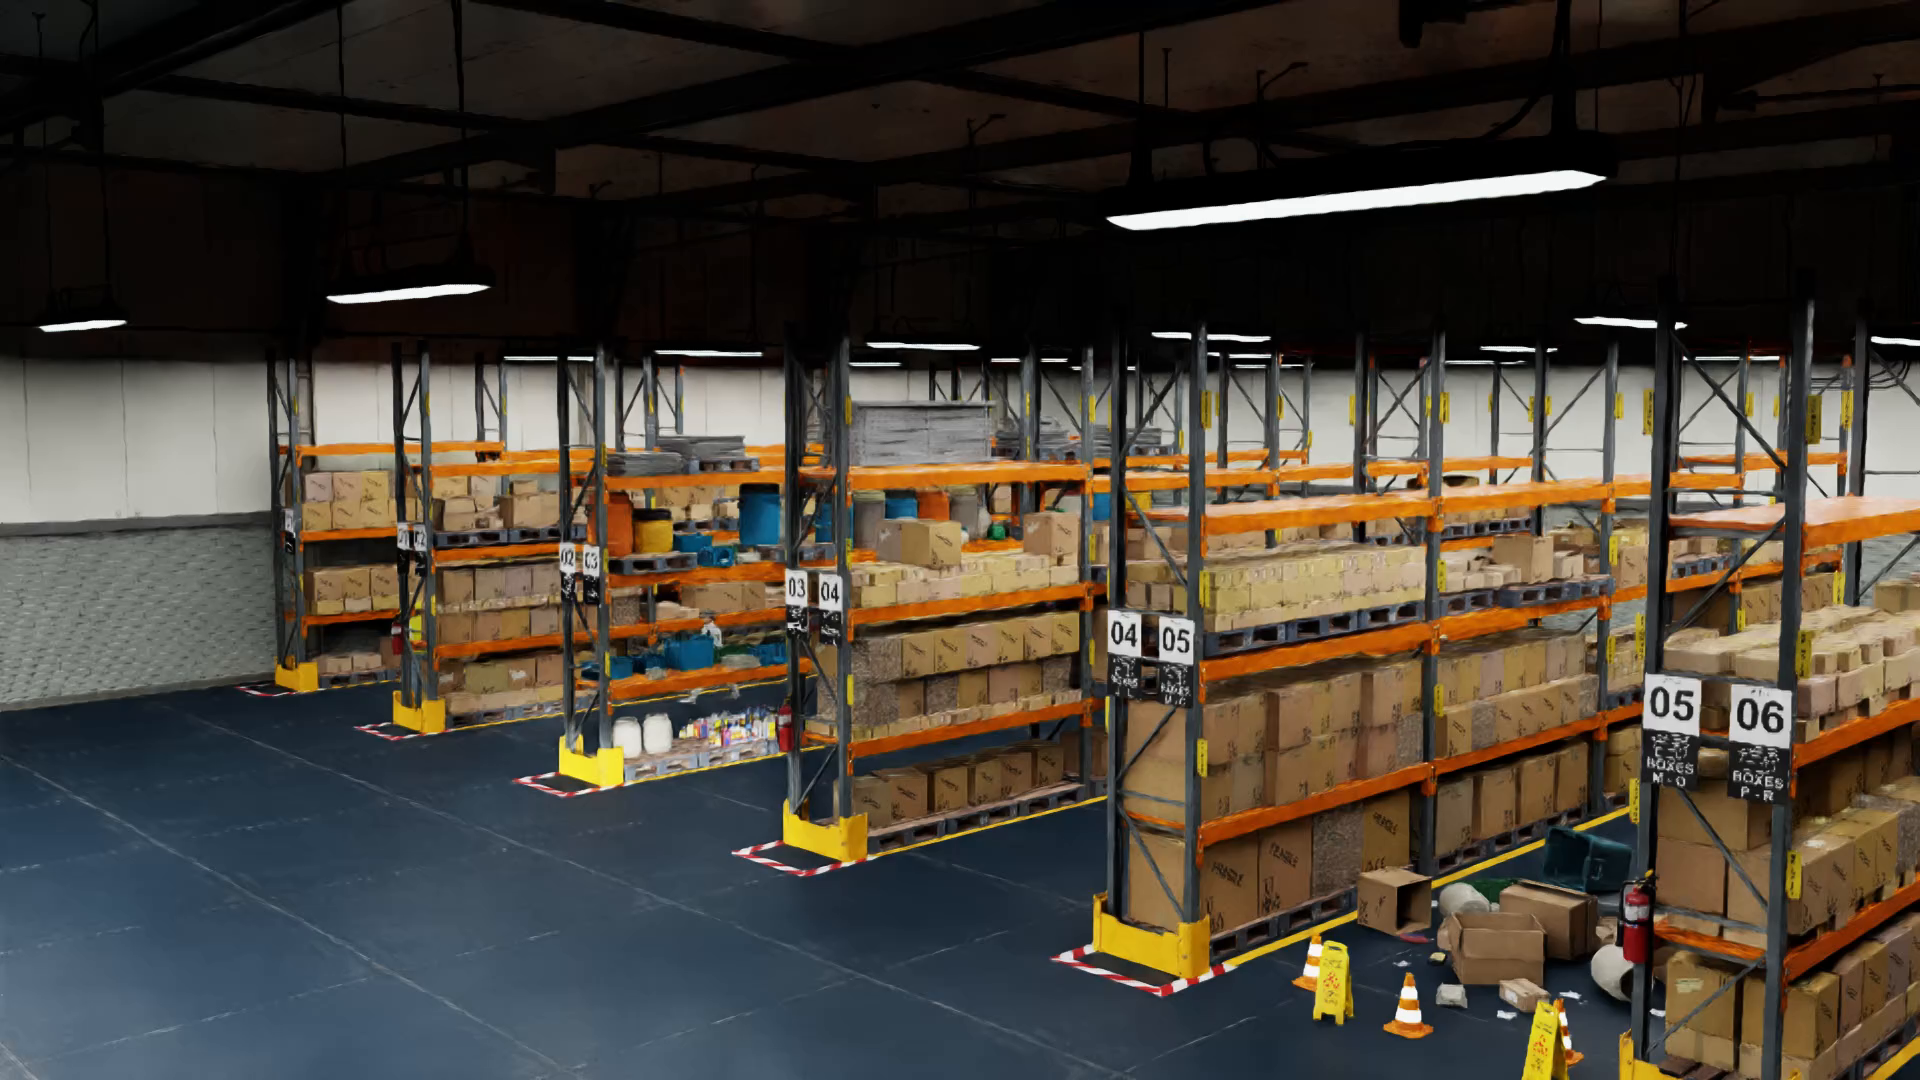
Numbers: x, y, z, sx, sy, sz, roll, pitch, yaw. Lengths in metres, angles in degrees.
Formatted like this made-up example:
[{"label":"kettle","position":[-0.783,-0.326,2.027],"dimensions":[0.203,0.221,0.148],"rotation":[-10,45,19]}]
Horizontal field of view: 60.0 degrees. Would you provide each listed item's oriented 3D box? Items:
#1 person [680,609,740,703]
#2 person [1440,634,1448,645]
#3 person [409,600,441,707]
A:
[{"label":"person","position":[-4.167,1.939,27.916],"dimensions":[0.488,1.587,1.089],"rotation":[5,7,44]},{"label":"person","position":[7.166,2.174,24.666],"dimensions":[0.702,1.735,0.549],"rotation":[5,7,45]},{"label":"person","position":[-8.992,1.869,27.744],"dimensions":[0.625,1.765,0.497],"rotation":[-1,5,-13]}]
